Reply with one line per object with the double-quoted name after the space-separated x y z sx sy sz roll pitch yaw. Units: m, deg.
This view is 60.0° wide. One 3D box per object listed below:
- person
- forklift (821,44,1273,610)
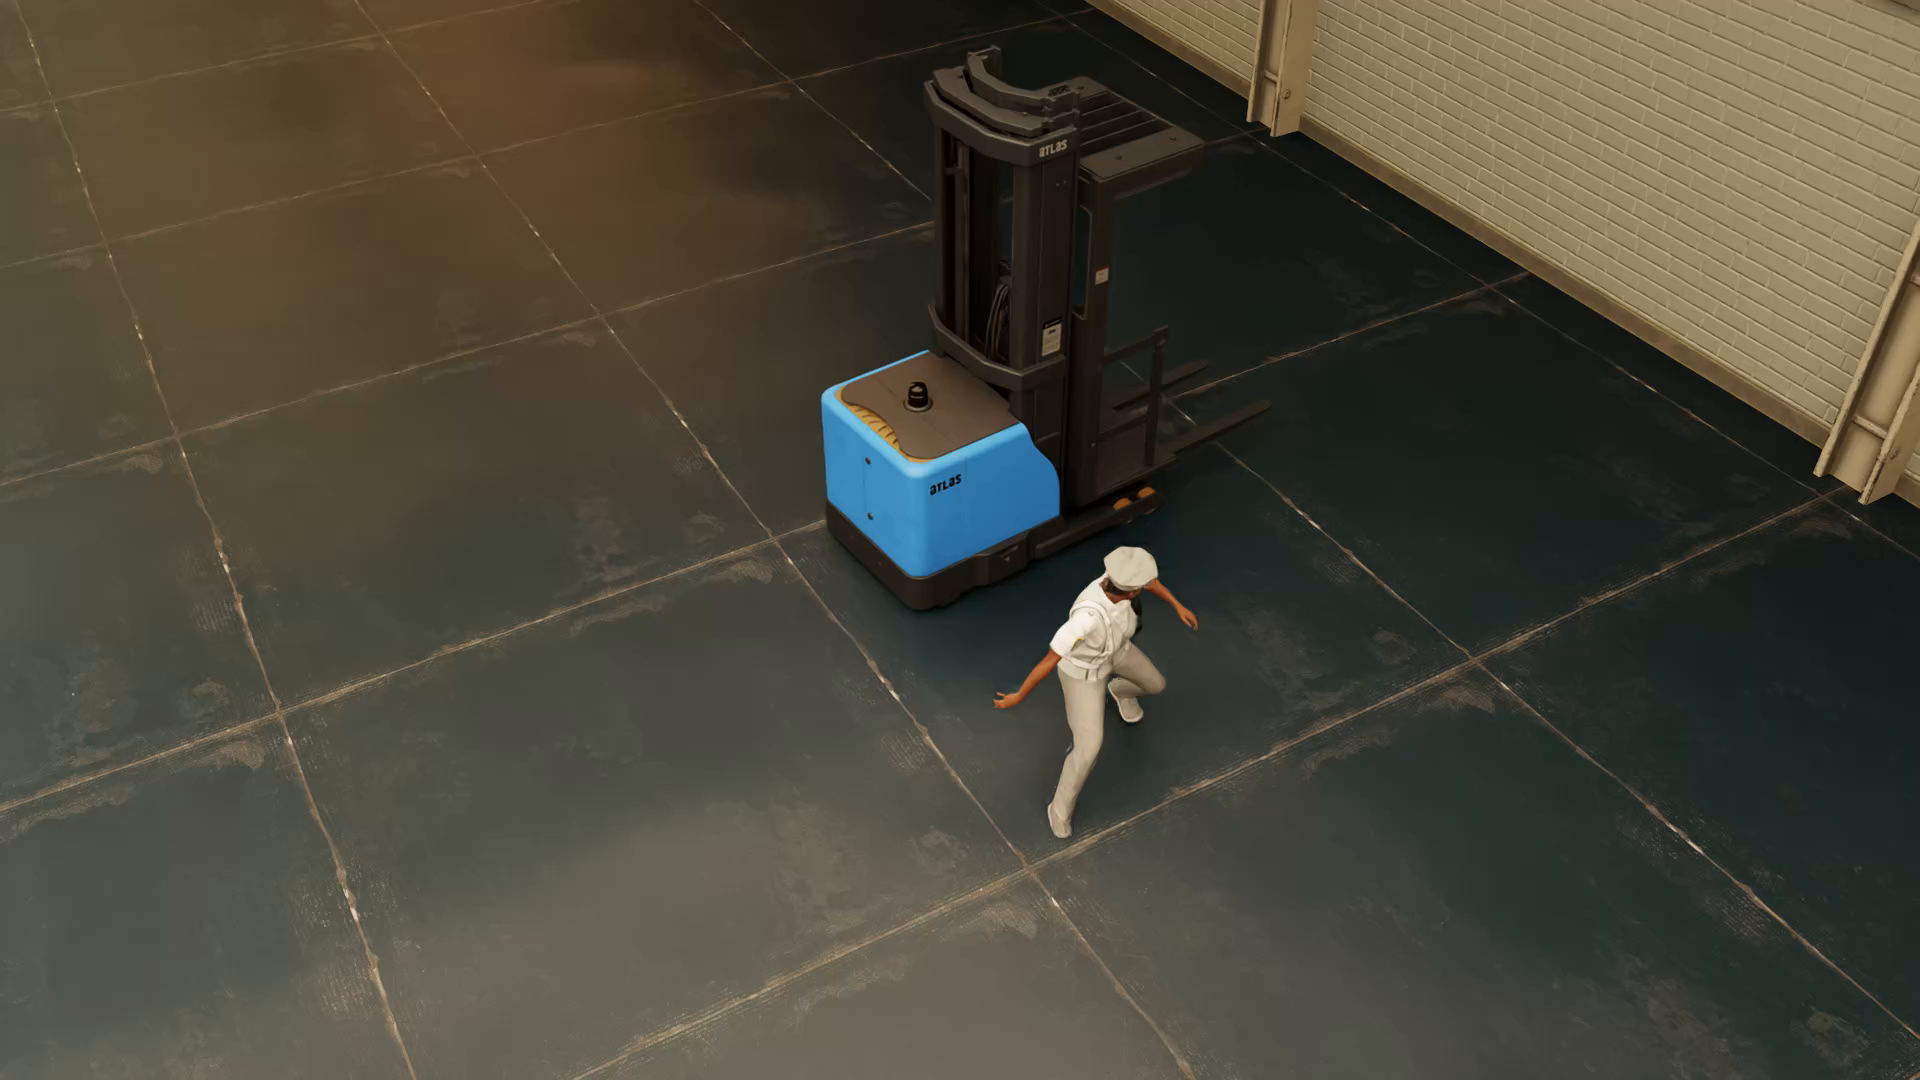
0.693 0.694 8.397 0.521 1.605 1.062 31 49 32 "person"
0.666 -1.474 9.813 3.031 2.935 1.130 -25 46 -27 "forklift"
